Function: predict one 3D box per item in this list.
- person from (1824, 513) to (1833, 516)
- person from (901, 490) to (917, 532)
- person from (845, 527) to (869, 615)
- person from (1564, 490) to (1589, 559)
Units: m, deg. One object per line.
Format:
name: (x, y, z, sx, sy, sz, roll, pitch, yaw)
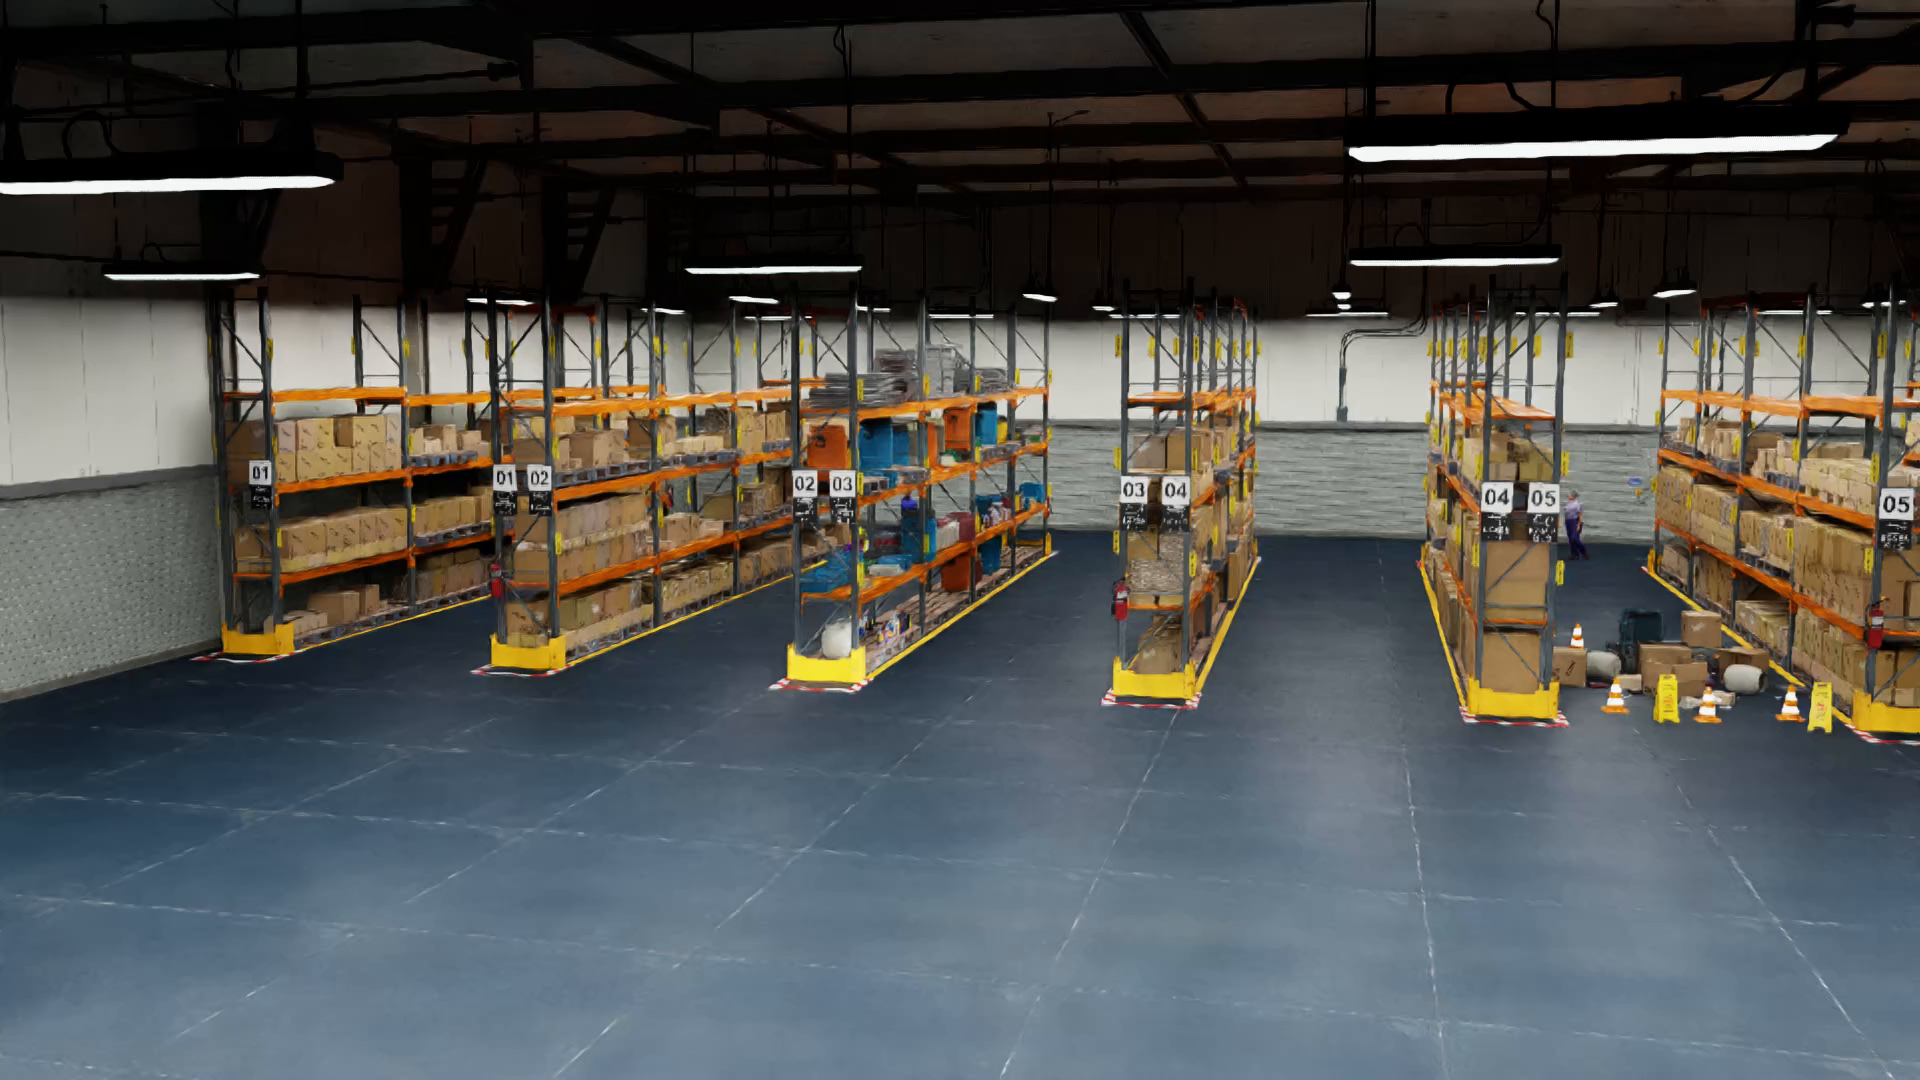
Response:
person: (18.757, -0.012, 36.098, 0.633, 1.743, 0.780, 1, 7, 9)
person: (-1.248, -0.448, 40.967, 0.463, 1.492, 0.998, 1, 7, 12)
person: (-1.842, 0.593, 31.083, 0.719, 1.714, 0.578, 1, 7, 12)
person: (14.674, -0.364, 39.578, 0.447, 1.640, 0.641, -2, 7, -19)
